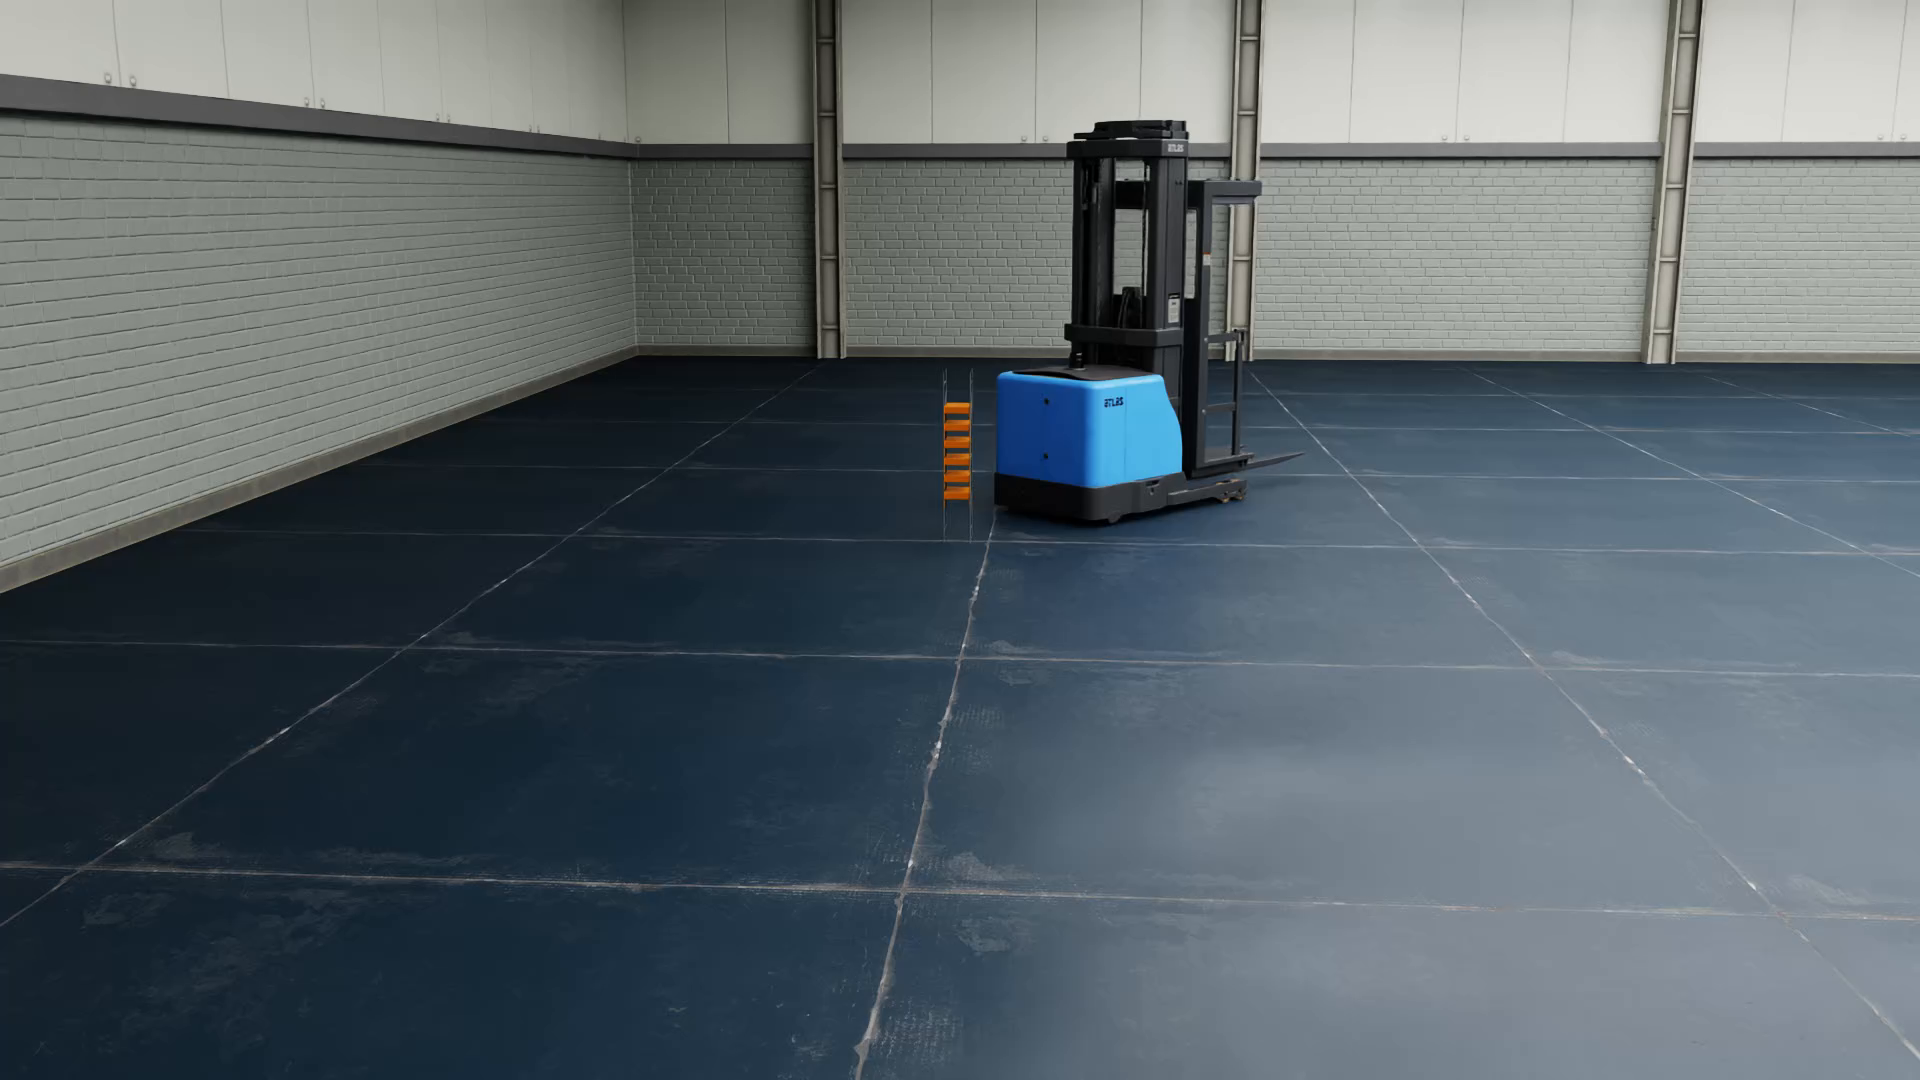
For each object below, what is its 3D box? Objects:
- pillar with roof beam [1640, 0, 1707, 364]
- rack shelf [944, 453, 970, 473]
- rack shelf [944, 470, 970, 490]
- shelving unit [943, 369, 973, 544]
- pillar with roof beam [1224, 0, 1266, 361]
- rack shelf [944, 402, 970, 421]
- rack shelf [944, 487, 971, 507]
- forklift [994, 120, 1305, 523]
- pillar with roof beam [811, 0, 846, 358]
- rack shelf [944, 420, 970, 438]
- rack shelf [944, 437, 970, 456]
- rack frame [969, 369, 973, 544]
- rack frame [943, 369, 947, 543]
[{"bbox_3d":[9.777,-6.084,18.874,0.400,9.000,9.100,1,12,4],"label":"pillar with roof beam"},{"bbox_3d":[-0.014,-0.544,11.655,0.180,0.103,0.258,1,12,4],"label":"rack shelf"},{"bbox_3d":[-0.014,-0.427,11.680,0.180,0.103,0.258,1,12,4],"label":"rack shelf"},{"bbox_3d":[-0.014,-0.587,11.646,0.189,1.200,0.258,1,12,4],"label":"shelving unit"},{"bbox_3d":[3.791,-6.166,19.267,0.400,9.000,9.100,1,12,4],"label":"pillar with roof beam"},{"bbox_3d":[-0.014,-0.896,11.582,0.180,0.103,0.258,1,12,4],"label":"rack shelf"},{"bbox_3d":[-0.014,-0.309,11.704,0.180,0.103,0.258,1,12,4],"label":"rack shelf"},{"bbox_3d":[1.658,-1.794,13.185,1.130,2.935,3.031,11,16,44],"label":"forklift"},{"bbox_3d":[-2.196,-6.248,19.659,0.400,9.000,9.100,1,12,4],"label":"pillar with roof beam"},{"bbox_3d":[-0.014,-0.779,11.606,0.180,0.103,0.258,1,12,4],"label":"rack shelf"},{"bbox_3d":[-0.014,-0.661,11.631,0.180,0.103,0.258,1,12,4],"label":"rack shelf"},{"bbox_3d":[0.077,-0.586,11.640,0.006,1.200,0.240,1,12,4],"label":"rack frame"},{"bbox_3d":[-0.106,-0.589,11.652,0.006,1.200,0.240,1,12,4],"label":"rack frame"}]
